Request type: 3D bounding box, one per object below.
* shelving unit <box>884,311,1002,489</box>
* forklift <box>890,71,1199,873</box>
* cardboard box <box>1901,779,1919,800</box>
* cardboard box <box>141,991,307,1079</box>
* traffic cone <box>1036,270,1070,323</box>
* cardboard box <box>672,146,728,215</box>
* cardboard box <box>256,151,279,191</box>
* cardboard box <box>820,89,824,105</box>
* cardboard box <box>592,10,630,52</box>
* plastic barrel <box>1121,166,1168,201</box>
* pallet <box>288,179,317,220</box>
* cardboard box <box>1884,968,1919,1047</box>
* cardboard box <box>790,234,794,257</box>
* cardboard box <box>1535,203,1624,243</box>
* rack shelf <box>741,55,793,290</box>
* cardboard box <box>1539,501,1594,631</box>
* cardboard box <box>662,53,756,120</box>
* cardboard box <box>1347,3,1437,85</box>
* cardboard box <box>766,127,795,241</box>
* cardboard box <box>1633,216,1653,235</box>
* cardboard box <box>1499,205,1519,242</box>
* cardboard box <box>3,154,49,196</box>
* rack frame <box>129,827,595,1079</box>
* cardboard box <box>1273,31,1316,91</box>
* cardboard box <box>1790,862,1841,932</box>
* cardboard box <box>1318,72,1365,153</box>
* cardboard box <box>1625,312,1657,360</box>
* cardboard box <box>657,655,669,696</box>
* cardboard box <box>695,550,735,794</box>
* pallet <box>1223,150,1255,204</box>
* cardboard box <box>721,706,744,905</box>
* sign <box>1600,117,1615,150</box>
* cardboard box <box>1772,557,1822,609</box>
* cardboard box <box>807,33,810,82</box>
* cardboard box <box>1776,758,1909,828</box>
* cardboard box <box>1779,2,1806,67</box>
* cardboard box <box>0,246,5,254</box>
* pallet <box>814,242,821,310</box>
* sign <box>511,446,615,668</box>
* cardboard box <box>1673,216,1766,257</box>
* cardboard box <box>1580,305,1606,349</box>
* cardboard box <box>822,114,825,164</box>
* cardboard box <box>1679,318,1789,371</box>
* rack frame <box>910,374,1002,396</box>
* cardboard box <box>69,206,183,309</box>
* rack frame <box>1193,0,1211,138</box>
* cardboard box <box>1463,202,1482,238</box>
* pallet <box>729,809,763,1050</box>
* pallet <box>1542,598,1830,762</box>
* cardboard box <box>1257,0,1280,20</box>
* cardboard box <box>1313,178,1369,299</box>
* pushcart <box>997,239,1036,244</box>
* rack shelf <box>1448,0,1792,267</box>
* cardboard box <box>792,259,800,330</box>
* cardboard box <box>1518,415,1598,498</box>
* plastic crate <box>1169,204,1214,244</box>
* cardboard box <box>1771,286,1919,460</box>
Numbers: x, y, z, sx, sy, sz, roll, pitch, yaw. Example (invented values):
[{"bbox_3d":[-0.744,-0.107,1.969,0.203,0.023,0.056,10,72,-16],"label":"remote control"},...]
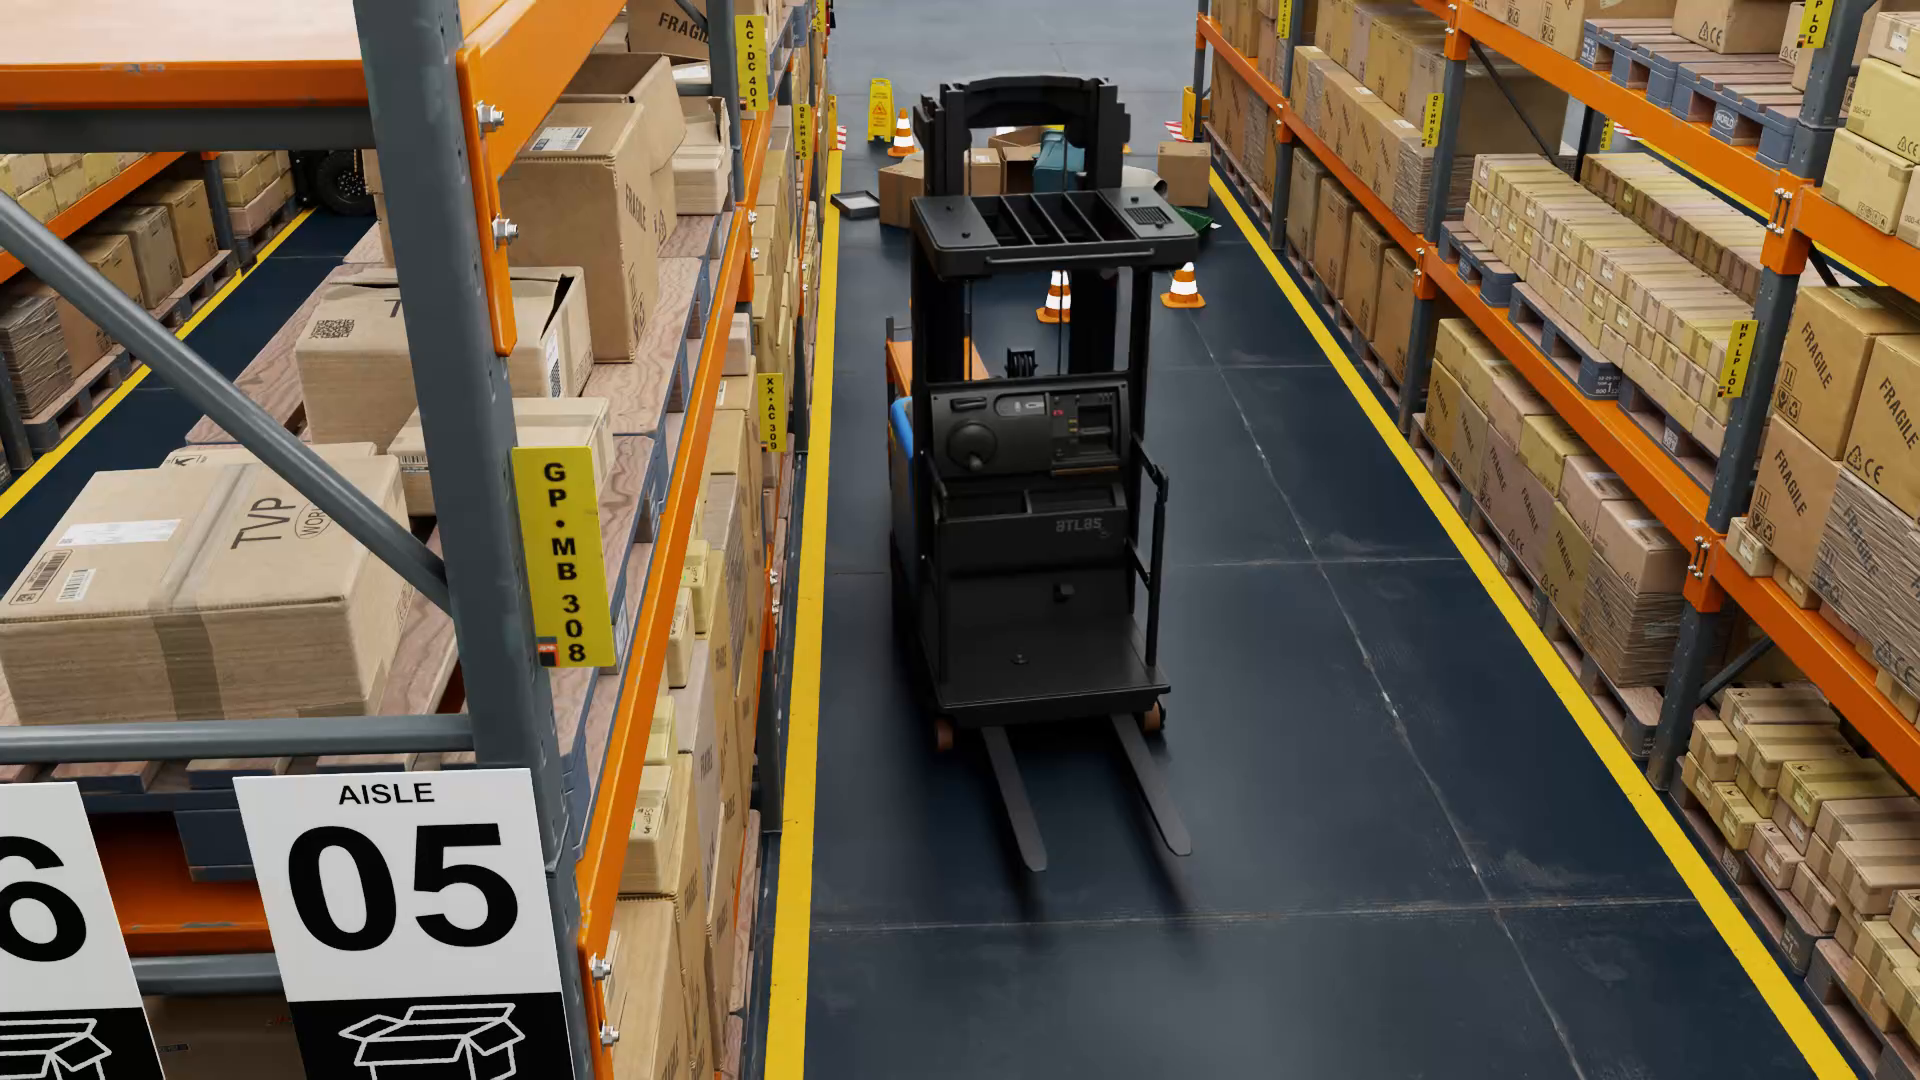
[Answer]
[{"bbox_3d":[-0.106,-0.612,9.707,0.538,1.125,1.048,-5,28,-9],"label":"shelving unit"},{"bbox_3d":[0.366,-0.481,7.502,1.130,2.935,3.031,-4,28,-9],"label":"forklift"},{"bbox_3d":[4.008,0.981,6.612,0.380,0.149,0.250,-2,28,-3],"label":"cardboard box"},{"bbox_3d":[-1.291,0.854,2.978,0.380,0.149,0.250,-1,28,-2],"label":"cardboard box"},{"bbox_3d":[0.778,-1.978,13.042,0.336,0.463,0.334,-1,28,-3],"label":"traffic cone"},{"bbox_3d":[-0.914,-1.097,5.075,0.380,0.149,0.250,-1,28,-1],"label":"cardboard box"},{"bbox_3d":[-6.401,-3.282,14.778,0.500,0.250,0.500,-2,28,-3],"label":"cardboard box"},{"bbox_3d":[-1.452,-4.038,15.256,0.380,0.149,0.250,0,28,0],"label":"cardboard box"},{"bbox_3d":[-1.537,-1.936,6.616,0.500,0.311,0.500,-1,28,-3],"label":"cardboard box"},{"bbox_3d":[1.648,-3.262,15.547,0.512,0.421,0.421,19,33,32],"label":"plastic barrel"},{"bbox_3d":[-6.722,-3.327,15.900,1.003,0.211,1.213,-1,28,-3],"label":"pallet"},{"bbox_3d":[3.447,1.609,5.728,0.380,0.149,0.250,-1,28,-2],"label":"cardboard box"},{"bbox_3d":[-1.181,-1.605,9.206,0.500,0.250,0.500,-2,28,-4],"label":"cardboard box"},{"bbox_3d":[3.333,-1.706,8.952,0.380,0.149,0.250,0,28,0],"label":"cardboard box"},{"bbox_3d":[-1.386,-1.992,7.859,1.077,0.370,4.000,-1,28,-3],"label":"rack shelf"},{"bbox_3d":[3.340,0.126,8.513,0.500,0.500,0.500,-2,28,-4],"label":"cardboard box"},{"bbox_3d":[-0.958,-1.753,6.315,0.396,0.266,0.258,-2,28,-3],"label":"cardboard box"},{"bbox_3d":[3.326,-3.705,12.421,0.700,0.500,0.500,-1,28,-2],"label":"cardboard box"},{"bbox_3d":[-1.167,-1.923,9.004,0.500,0.500,0.500,-1,28,-2],"label":"cardboard box"},{"bbox_3d":[3.973,-1.700,9.261,0.380,0.149,0.250,-1,28,-3],"label":"cardboard box"},{"bbox_3d":[3.306,-1.801,9.455,0.380,0.149,0.250,-2,28,-4],"label":"cardboard box"},{"bbox_3d":[-6.251,-2.380,10.691,0.500,0.250,0.500,-1,28,-1],"label":"cardboard box"},{"bbox_3d":[-1.072,1.790,3.074,1.000,3.000,0.127,-1,28,-3],"label":"rack frame"},{"bbox_3d":[3.208,-4.154,14.309,0.875,0.550,0.550,-1,28,-3],"label":"cardboard box"},{"bbox_3d":[3.497,1.383,6.484,0.380,0.149,0.250,-2,28,-4],"label":"cardboard box"},{"bbox_3d":[3.048,-3.249,12.627,0.500,0.500,0.500,-2,28,-3],"label":"cardboard box"},{"bbox_3d":[3.395,-0.971,7.865,0.380,0.149,0.250,-2,28,-4],"label":"cardboard box"},{"bbox_3d":[-0.896,0.361,3.923,0.380,0.149,0.250,-1,28,-2],"label":"cardboard box"},{"bbox_3d":[-0.909,0.368,4.612,0.500,0.500,0.500,-1,28,-2],"label":"cardboard box"},{"bbox_3d":[3.211,-3.599,16.423,1.003,0.211,1.213,-1,28,-3],"label":"pallet"},{"bbox_3d":[-0.916,0.818,4.830,0.500,0.500,0.500,0,28,-1],"label":"cardboard box"},{"bbox_3d":[3.989,-2.566,10.260,0.100,0.325,0.005,-1,28,-3],"label":"sign"},{"bbox_3d":[3.433,0.144,6.501,0.380,0.149,0.250,-1,28,-1],"label":"cardboard box"},{"bbox_3d":[-1.446,-3.906,13.112,0.500,0.500,0.500,-2,28,-4],"label":"cardboard box"},{"bbox_3d":[3.486,0.999,6.576,0.380,0.149,0.250,-2,28,-3],"label":"cardboard box"},{"bbox_3d":[3.821,-2.111,6.953,0.500,0.311,0.500,-2,28,-3],"label":"cardboard box"},{"bbox_3d":[-6.226,-1.927,10.363,0.500,0.250,0.500,-1,28,-2],"label":"cardboard box"},{"bbox_3d":[-1.657,-2.156,13.655,1.003,0.211,1.213,-1,28,-3],"label":"pallet"},{"bbox_3d":[-0.518,0.027,2.180,0.100,0.325,0.005,-1,28,-3],"label":"sign"},{"bbox_3d":[3.997,-1.597,8.742,0.380,0.149,0.250,0,28,0],"label":"cardboard box"},{"bbox_3d":[3.367,-1.078,8.391,0.380,0.149,0.250,0,28,0],"label":"cardboard box"},{"bbox_3d":[-1.500,-3.577,15.073,0.500,0.500,0.500,0,28,-1],"label":"cardboard box"},{"bbox_3d":[3.426,-0.867,7.342,0.380,0.149,0.250,-2,28,-4],"label":"cardboard box"},{"bbox_3d":[-0.020,-0.380,9.263,0.500,1.125,0.032,-5,28,-9],"label":"rack frame"},{"bbox_3d":[-6.584,-2.164,12.769,0.875,0.625,0.625,-2,28,-3],"label":"cardboard box"},{"bbox_3d":[3.030,-5.765,17.560,1.000,3.000,0.127,-1,28,-3],"label":"rack frame"},{"bbox_3d":[3.270,-1.934,10.032,0.380,0.149,0.250,-2,28,-3],"label":"cardboard box"},{"bbox_3d":[-1.320,1.532,6.584,1.003,0.211,1.213,-1,28,-3],"label":"pallet"},{"bbox_3d":[3.615,0.654,8.269,1.003,0.211,1.213,-1,28,-3],"label":"pallet"},{"bbox_3d":[3.109,-4.885,14.543,0.875,0.550,0.550,-1,28,-3],"label":"cardboard box"},{"bbox_3d":[3.408,-2.376,13.041,1.050,0.750,0.750,-1,28,-3],"label":"cardboard box"},{"bbox_3d":[0.575,-2.667,14.455,1.648,0.377,0.936,-11,30,-20],"label":"pushcart"},{"bbox_3d":[3.552,-2.158,8.178,1.077,0.370,4.000,-1,28,-3],"label":"rack shelf"},{"bbox_3d":[-1.162,-1.375,9.305,0.500,0.250,0.500,-1,28,-2],"label":"cardboard box"},{"bbox_3d":[3.310,-0.453,8.813,0.500,0.250,0.500,-3,28,-5],"label":"cardboard box"},{"bbox_3d":[1.922,-2.745,14.748,0.450,0.188,0.662,22,34,18],"label":"plastic crate"},{"bbox_3d":[3.437,-0.629,6.200,0.500,0.500,0.500,-1,28,-1],"label":"cardboard box"}]
